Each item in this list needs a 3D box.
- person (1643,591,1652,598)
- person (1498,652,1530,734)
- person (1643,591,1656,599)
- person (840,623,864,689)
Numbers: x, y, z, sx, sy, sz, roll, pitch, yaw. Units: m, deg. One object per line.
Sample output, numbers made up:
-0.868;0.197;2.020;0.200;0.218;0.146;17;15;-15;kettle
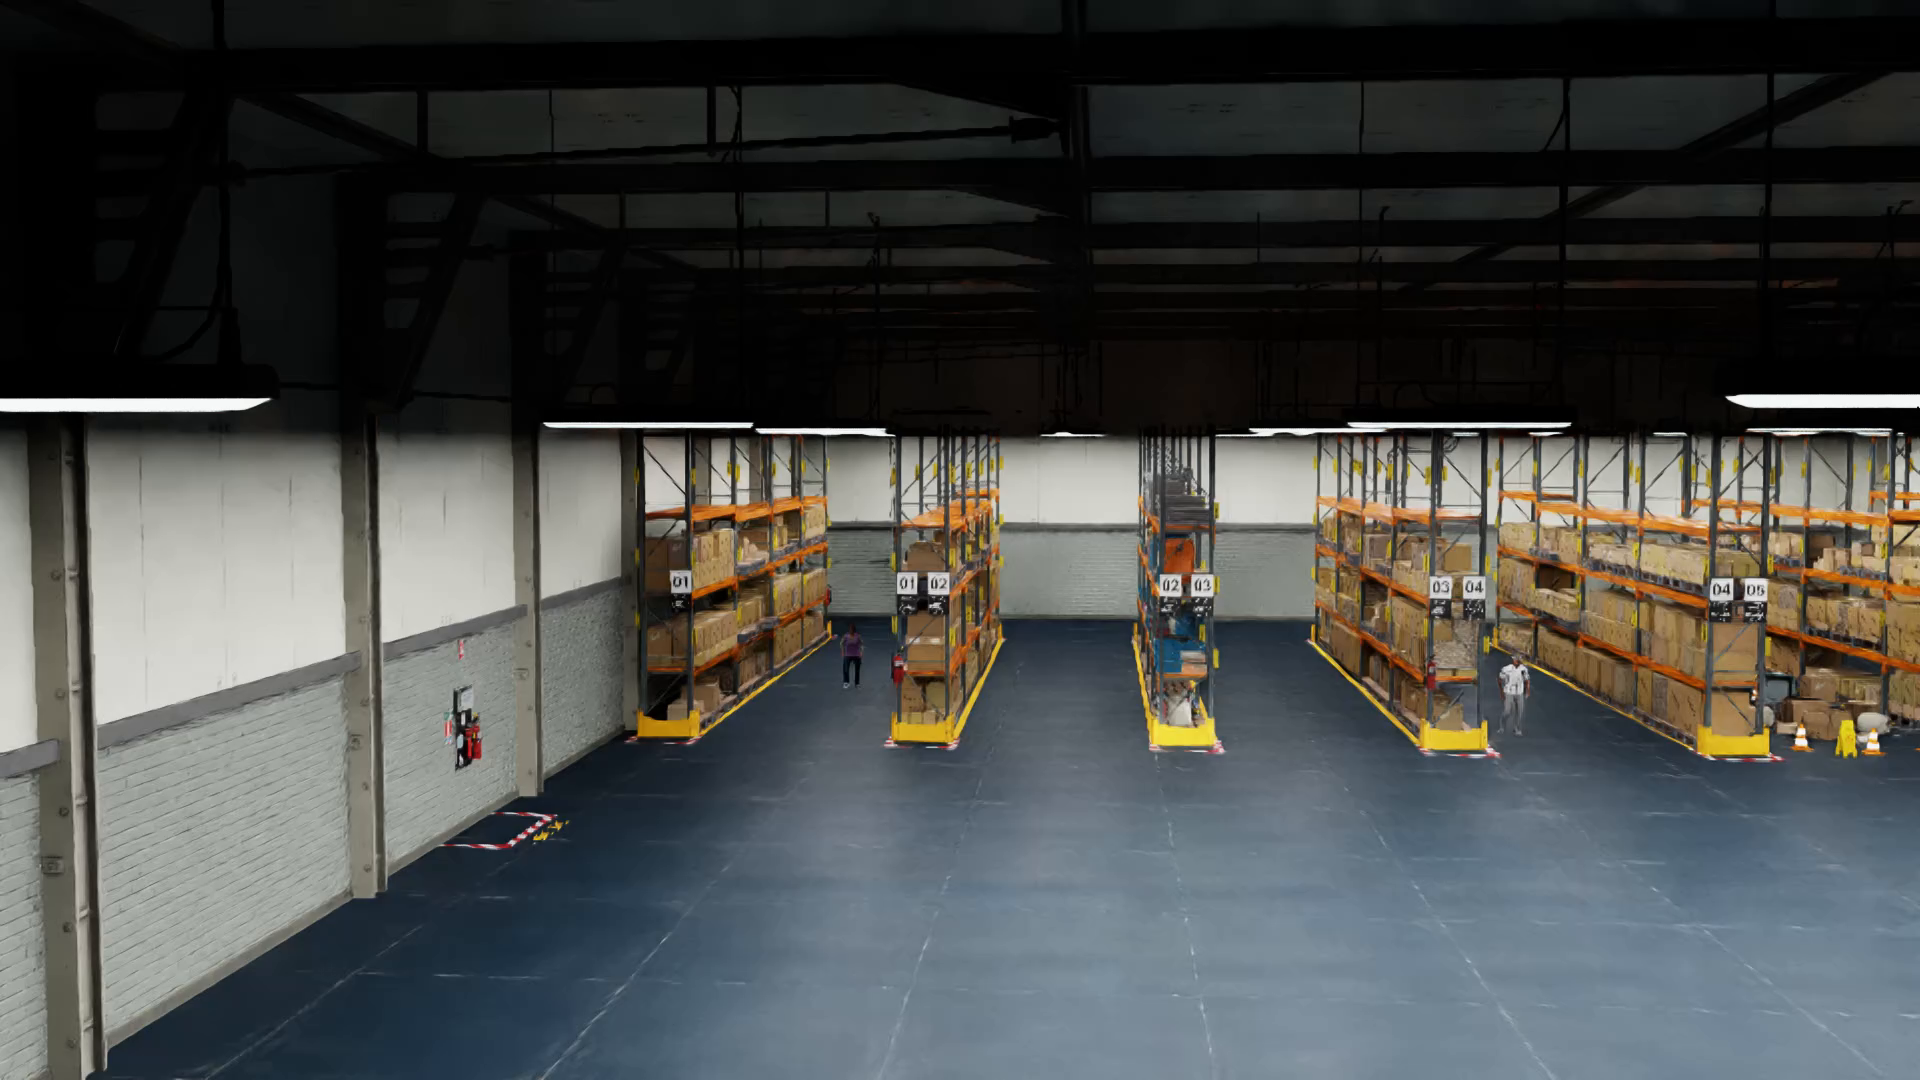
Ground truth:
18.345;2.187;44.449;0.569;1.651;0.681;1;4;9;person
10.713;2.958;32.168;0.592;1.629;0.524;0;3;2;person
19.818;1.996;47.679;0.452;1.641;0.657;-2;4;-25;person
-2.463;2.647;37.985;0.566;1.541;0.519;0;3;2;person
